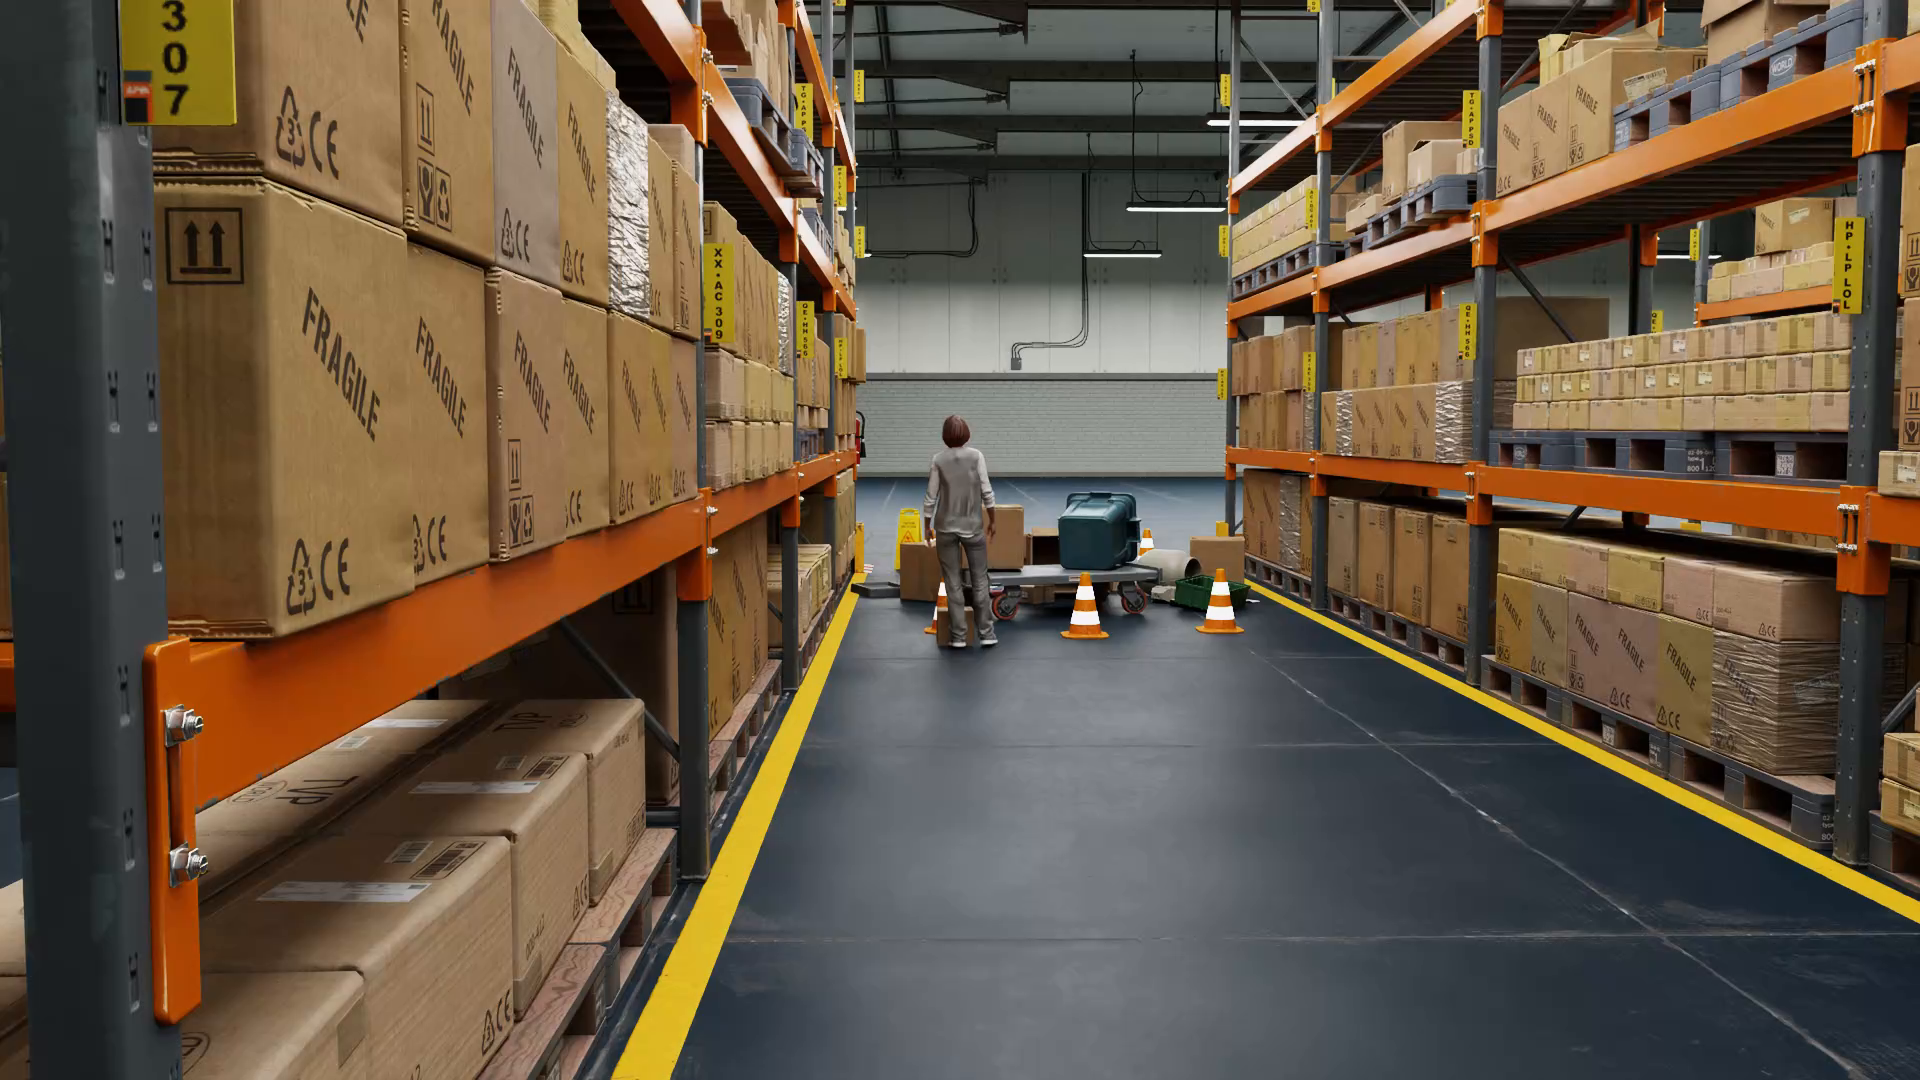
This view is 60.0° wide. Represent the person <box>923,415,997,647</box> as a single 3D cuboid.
[{"bbox_3d":[0.006,-0.059,11.454,0.520,1.597,0.475,0,4,-1],"label":"person"}]
